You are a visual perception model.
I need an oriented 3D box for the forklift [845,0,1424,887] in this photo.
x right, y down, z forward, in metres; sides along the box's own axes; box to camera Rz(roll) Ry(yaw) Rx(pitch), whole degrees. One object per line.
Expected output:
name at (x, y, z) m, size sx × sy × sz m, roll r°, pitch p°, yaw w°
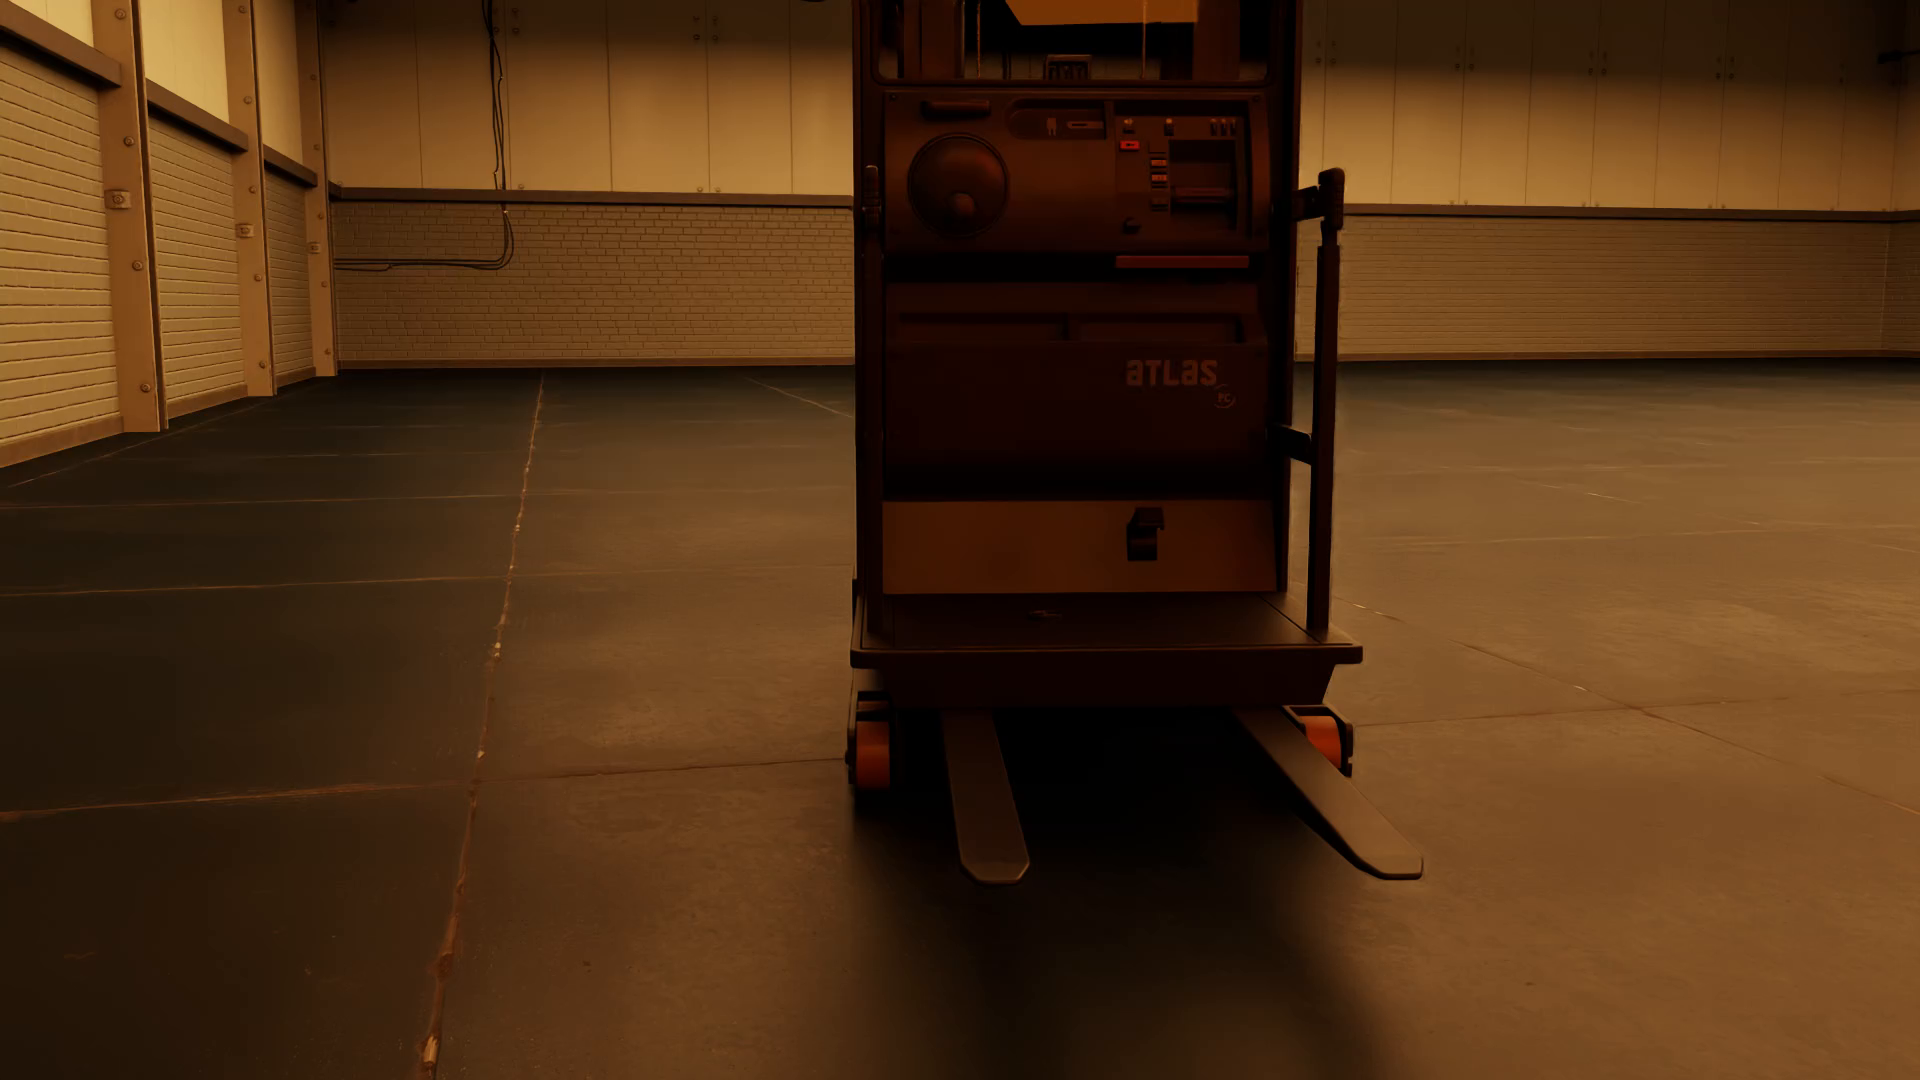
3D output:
forklift at (0.293, -0.934, 3.809) m, size 1.130 × 2.935 × 3.031 m, roll 0°, pitch 8°, yaw -3°
